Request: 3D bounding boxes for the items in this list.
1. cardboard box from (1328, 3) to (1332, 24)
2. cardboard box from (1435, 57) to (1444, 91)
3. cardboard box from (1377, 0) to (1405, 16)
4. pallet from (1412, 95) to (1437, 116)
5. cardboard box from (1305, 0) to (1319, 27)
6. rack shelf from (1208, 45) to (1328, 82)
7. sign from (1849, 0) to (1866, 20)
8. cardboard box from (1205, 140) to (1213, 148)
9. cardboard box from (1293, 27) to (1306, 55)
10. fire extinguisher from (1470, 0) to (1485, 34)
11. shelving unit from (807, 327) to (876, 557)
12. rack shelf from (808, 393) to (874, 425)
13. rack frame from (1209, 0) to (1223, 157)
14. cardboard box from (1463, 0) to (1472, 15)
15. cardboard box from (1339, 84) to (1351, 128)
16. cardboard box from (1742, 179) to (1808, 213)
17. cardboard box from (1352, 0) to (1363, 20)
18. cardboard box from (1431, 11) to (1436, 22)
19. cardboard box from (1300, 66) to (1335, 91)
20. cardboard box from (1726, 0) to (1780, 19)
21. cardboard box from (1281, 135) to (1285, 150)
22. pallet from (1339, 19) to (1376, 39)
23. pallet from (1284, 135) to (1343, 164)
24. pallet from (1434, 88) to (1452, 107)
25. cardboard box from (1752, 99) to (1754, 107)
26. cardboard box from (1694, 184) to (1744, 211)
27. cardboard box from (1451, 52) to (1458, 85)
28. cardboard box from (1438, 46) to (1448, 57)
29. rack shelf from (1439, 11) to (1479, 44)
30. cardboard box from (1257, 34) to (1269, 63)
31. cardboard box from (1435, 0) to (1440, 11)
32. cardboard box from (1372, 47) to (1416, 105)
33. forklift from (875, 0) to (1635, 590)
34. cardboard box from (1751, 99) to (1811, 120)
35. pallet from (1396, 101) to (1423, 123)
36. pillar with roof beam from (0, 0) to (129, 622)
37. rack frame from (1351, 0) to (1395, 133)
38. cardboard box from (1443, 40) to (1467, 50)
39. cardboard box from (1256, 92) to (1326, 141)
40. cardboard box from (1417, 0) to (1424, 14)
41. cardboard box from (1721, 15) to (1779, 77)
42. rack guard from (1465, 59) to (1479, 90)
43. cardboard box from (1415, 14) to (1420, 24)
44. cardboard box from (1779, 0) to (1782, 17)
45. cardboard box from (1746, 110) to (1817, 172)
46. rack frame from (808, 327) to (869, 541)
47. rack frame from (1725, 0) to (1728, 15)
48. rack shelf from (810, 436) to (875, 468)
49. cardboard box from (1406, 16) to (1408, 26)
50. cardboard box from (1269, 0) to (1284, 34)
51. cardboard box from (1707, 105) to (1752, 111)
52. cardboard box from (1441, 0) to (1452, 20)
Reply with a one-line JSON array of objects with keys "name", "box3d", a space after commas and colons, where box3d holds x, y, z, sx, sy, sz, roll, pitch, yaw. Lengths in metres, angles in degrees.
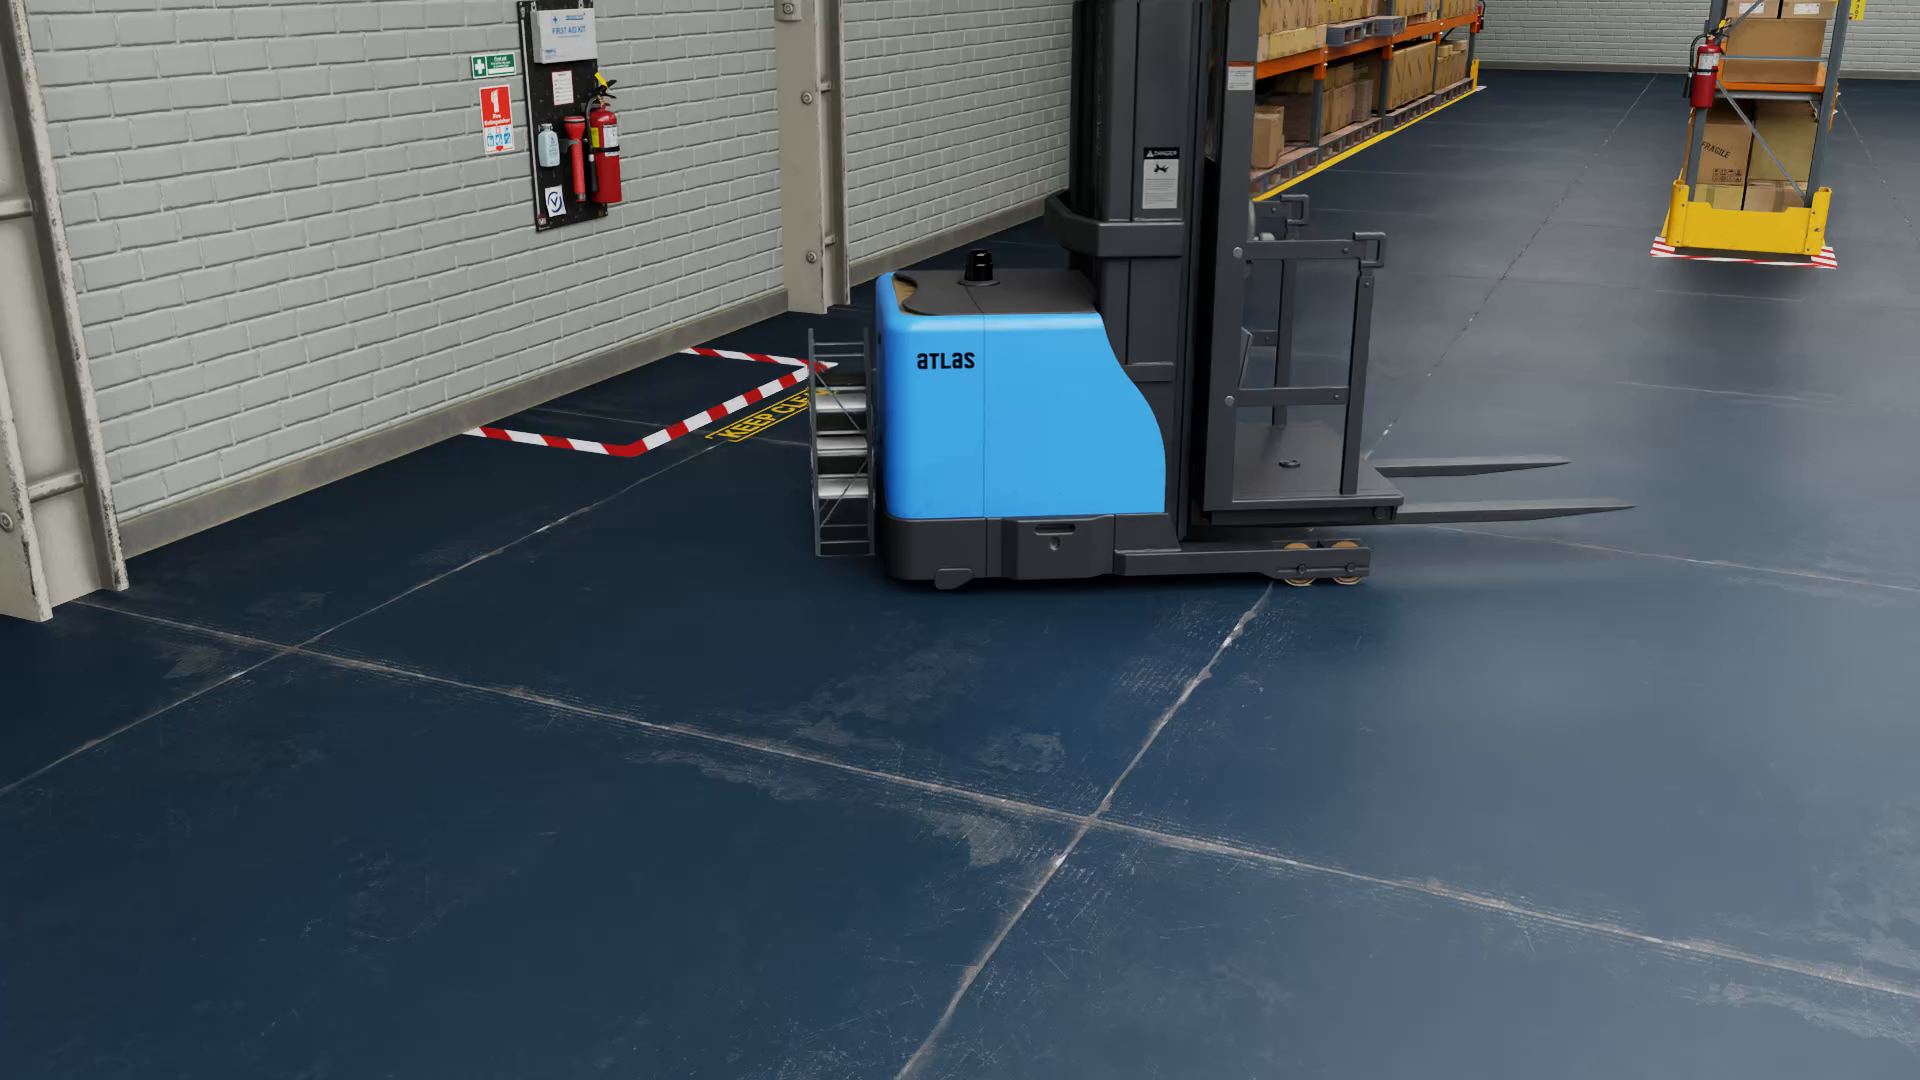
[{"name": "cardboard box", "box3d": [3.851, -6.156, 18.997, 0.700, 0.500, 0.500, 9, 21, 23]}, {"name": "cardboard box", "box3d": [7.288, -7.431, 26.491, 0.700, 0.500, 0.500, 9, 21, 23]}, {"name": "cardboard box", "box3d": [5.682, -7.284, 22.350, 0.500, 0.500, 0.500, 9, 22, 24]}, {"name": "pallet", "box3d": [6.641, -6.636, 25.314, 1.003, 0.211, 1.213, 9, 21, 23]}, {"name": "cardboard box", "box3d": [3.501, -5.703, 17.602, 0.500, 0.500, 0.500, 8, 21, 22]}, {"name": "rack shelf", "box3d": [2.793, -4.801, 17.064, 1.077, 0.370, 4.000, 9, 21, 23]}, {"name": "sign", "box3d": [6.999, -4.217, 12.939, 0.100, 0.325, 0.005, 9, 21, 23]}, {"name": "cardboard box", "box3d": [2.573, -3.842, 16.652, 0.500, 0.311, 0.500, 11, 22, 27]}, {"name": "cardboard box", "box3d": [3.291, -5.196, 17.297, 0.500, 0.250, 0.500, 8, 21, 22]}, {"name": "fire extinguisher", "box3d": [9.009, -9.190, 29.005, 0.296, 0.674, 0.183, 9, 21, 23]}, {"name": "shelving unit", "box3d": [-0.479, -0.392, 6.727, 0.258, 0.900, 0.210, -2, 20, -5]}, {"name": "rack shelf", "box3d": [-0.479, -0.530, 6.678, 0.258, 0.077, 0.200, -2, 20, -5]}, {"name": "rack frame", "box3d": [1.974, -4.528, 15.225, 1.000, 3.000, 0.127, 9, 21, 23]}, {"name": "cardboard box", "box3d": [8.038, -9.179, 27.856, 0.980, 0.700, 0.700, 8, 21, 22]}, {"name": "cardboard box", "box3d": [4.508, -5.479, 20.971, 0.700, 0.500, 0.500, 8, 21, 22]}, {"name": "cardboard box", "box3d": [6.917, -2.885, 14.082, 0.500, 0.250, 0.500, 9, 21, 23]}, {"name": "cardboard box", "box3d": [4.577, -6.699, 20.523, 0.700, 0.500, 0.500, 9, 21, 23]}, {"name": "cardboard box", "box3d": [6.926, -7.865, 24.952, 0.380, 0.149, 0.250, 9, 21, 24]}, {"name": "cardboard box", "box3d": [4.285, -5.656, 20.350, 0.500, 0.250, 0.500, 8, 21, 21]}, {"name": "cardboard box", "box3d": [6.477, -4.345, 13.593, 0.380, 0.149, 0.250, 8, 21, 22]}, {"name": "cardboard box", "box3d": [3.420, -4.456, 18.593, 0.380, 0.166, 0.250, 6, 20, 16]}, {"name": "pallet", "box3d": [4.477, -6.273, 20.416, 1.003, 0.211, 1.213, 9, 21, 23]}, {"name": "pallet", "box3d": [3.929, -4.675, 19.800, 1.003, 0.211, 1.213, 9, 21, 23]}, {"name": "pallet", "box3d": [7.271, -7.104, 26.630, 1.003, 0.211, 1.213, 9, 21, 23]}, {"name": "cardboard box", "box3d": [9.574, -5.108, 19.495, 0.500, 0.311, 0.500, 8, 21, 22]}, {"name": "cardboard box", "box3d": [6.445, -2.956, 14.282, 0.500, 0.250, 0.500, 9, 21, 23]}, {"name": "cardboard box", "box3d": [7.920, -7.905, 27.823, 0.700, 0.500, 0.500, 8, 21, 21]}, {"name": "cardboard box", "box3d": [7.594, -7.816, 26.607, 0.380, 0.149, 0.250, 9, 22, 25]}, {"name": "rack shelf", "box3d": [7.707, -8.469, 27.379, 1.077, 0.370, 4.000, 9, 21, 23]}, {"name": "cardboard box", "box3d": [2.663, -4.733, 15.995, 0.500, 0.250, 0.500, 8, 21, 21]}, {"name": "cardboard box", "box3d": [6.929, -8.217, 24.976, 0.500, 0.500, 0.500, 8, 21, 22]}, {"name": "cardboard box", "box3d": [6.035, -6.632, 23.723, 0.750, 0.750, 0.750, 8, 21, 22]}, {"name": "forklift", "box3d": [1.184, -1.376, 6.464, 3.031, 2.935, 1.130, -2, 20, -5]}, {"name": "cardboard box", "box3d": [7.927, -4.005, 16.111, 0.500, 0.500, 0.500, 9, 21, 23]}, {"name": "pallet", "box3d": [6.142, -6.262, 24.262, 1.003, 0.211, 1.213, 9, 21, 23]}, {"name": "pillar with roof beam", "box3d": [0.485, -3.428, 3.179, 9.100, 9.000, 0.400, 9, 21, 23]}, {"name": "rack frame", "box3d": [5.250, -6.974, 22.101, 1.000, 3.000, 0.127, 9, 21, 23]}, {"name": "cardboard box", "box3d": [8.444, -8.453, 28.397, 0.380, 0.149, 0.250, 8, 21, 22]}, {"name": "cardboard box", "box3d": [3.898, -5.008, 19.647, 0.700, 0.500, 0.500, 9, 22, 25]}, {"name": "cardboard box", "box3d": [6.315, -7.754, 23.673, 0.500, 0.500, 0.500, 9, 22, 24]}, {"name": "cardboard box", "box3d": [6.908, -4.199, 14.149, 0.700, 0.500, 0.500, 9, 22, 24]}, {"name": "rack guard", "box3d": [8.536, -8.249, 29.417, 1.175, 0.500, 0.348, 9, 21, 23]}, {"name": "cardboard box", "box3d": [6.447, -7.563, 24.103, 0.380, 0.149, 0.250, 8, 21, 21]}, {"name": "cardboard box", "box3d": [6.957, -4.374, 13.673, 0.380, 0.149, 0.250, 8, 21, 21]}, {"name": "cardboard box", "box3d": [7.313, -3.546, 14.822, 0.500, 0.500, 0.500, 9, 21, 23]}, {"name": "rack frame", "box3d": [-0.488, -0.426, 6.822, 0.240, 0.900, 0.006, -2, 20, -5]}, {"name": "rack frame", "box3d": [9.771, -6.295, 20.193, 1.000, 3.000, 0.127, 9, 21, 23]}, {"name": "rack shelf", "box3d": [-0.479, -0.361, 6.738, 0.258, 0.077, 0.200, -2, 20, -5]}, {"name": "cardboard box", "box3d": [6.097, -7.331, 23.450, 0.380, 0.149, 0.250, 9, 21, 24]}, {"name": "cardboard box", "box3d": [2.872, -5.232, 16.278, 0.500, 0.500, 0.500, 8, 21, 21]}, {"name": "cardboard box", "box3d": [7.045, -3.770, 15.452, 0.500, 0.500, 0.500, 9, 21, 23]}, {"name": "cardboard box", "box3d": [7.125, -8.501, 25.949, 0.980, 0.700, 0.700, 9, 21, 24]}]
